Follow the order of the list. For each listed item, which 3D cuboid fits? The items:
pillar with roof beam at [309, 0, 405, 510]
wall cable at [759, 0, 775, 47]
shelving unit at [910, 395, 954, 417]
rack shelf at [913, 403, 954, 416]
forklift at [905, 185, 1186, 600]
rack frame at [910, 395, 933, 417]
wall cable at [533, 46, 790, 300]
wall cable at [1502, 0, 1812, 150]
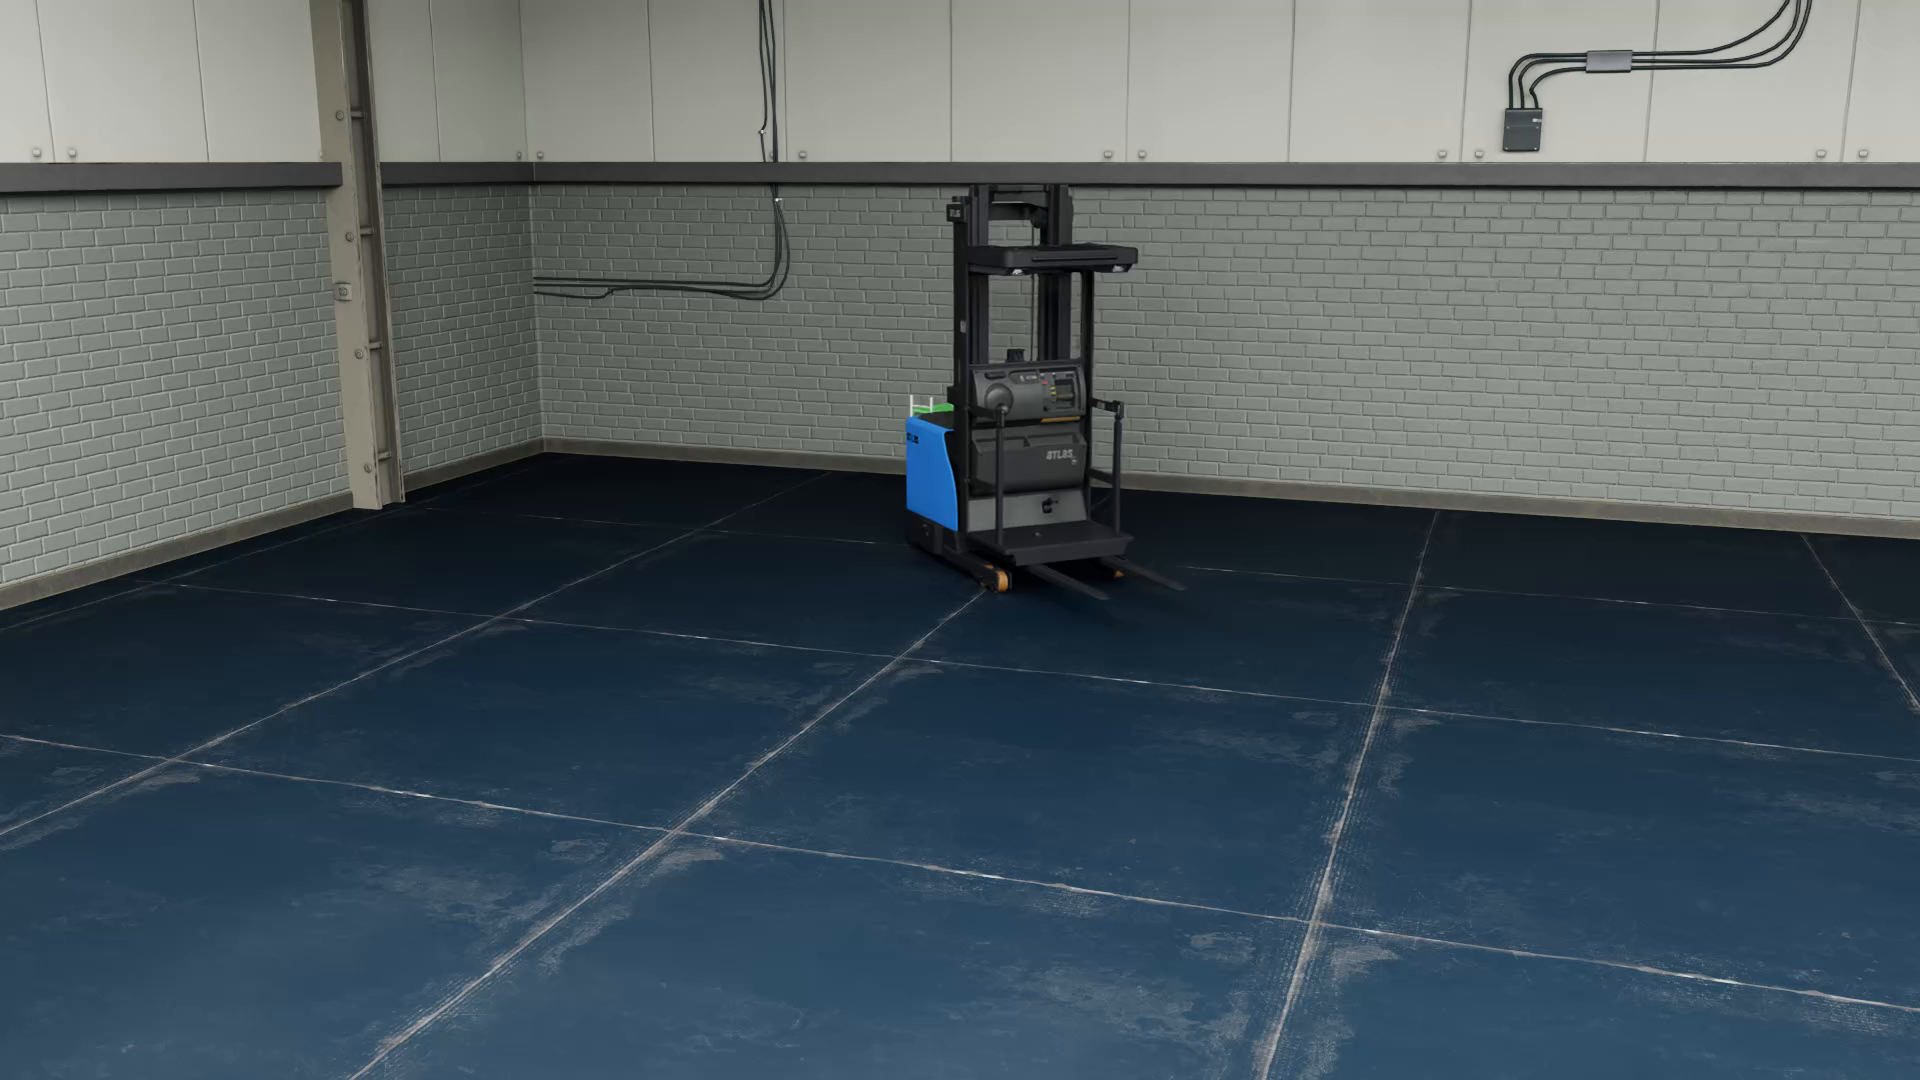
[{"bbox_3d":[-1.326,-4.408,13.080,9.100,9.000,0.400,4,14,18],"label":"pillar with roof beam"},{"bbox_3d":[-0.635,-5.997,15.668,3.097,2.526,0.112,4,14,18],"label":"wall cable"},{"bbox_3d":[-0.165,-0.653,14.153,0.258,1.200,0.503,11,17,39],"label":"shelving unit"},{"bbox_3d":[-0.165,-1.059,14.061,0.258,0.148,0.480,11,17,39],"label":"rack shelf"},{"bbox_3d":[0.622,-1.148,12.433,1.130,2.935,3.031,-6,14,-24],"label":"forklift"},{"bbox_3d":[-0.322,-0.612,13.971,0.240,1.200,0.015,11,17,39],"label":"rack frame"},{"bbox_3d":[-3.195,-3.730,17.084,3.097,2.526,0.112,4,14,18],"label":"wall cable"},{"bbox_3d":[5.783,-6.215,13.350,2.305,6.003,0.169,4,14,18],"label":"wall cable"}]
